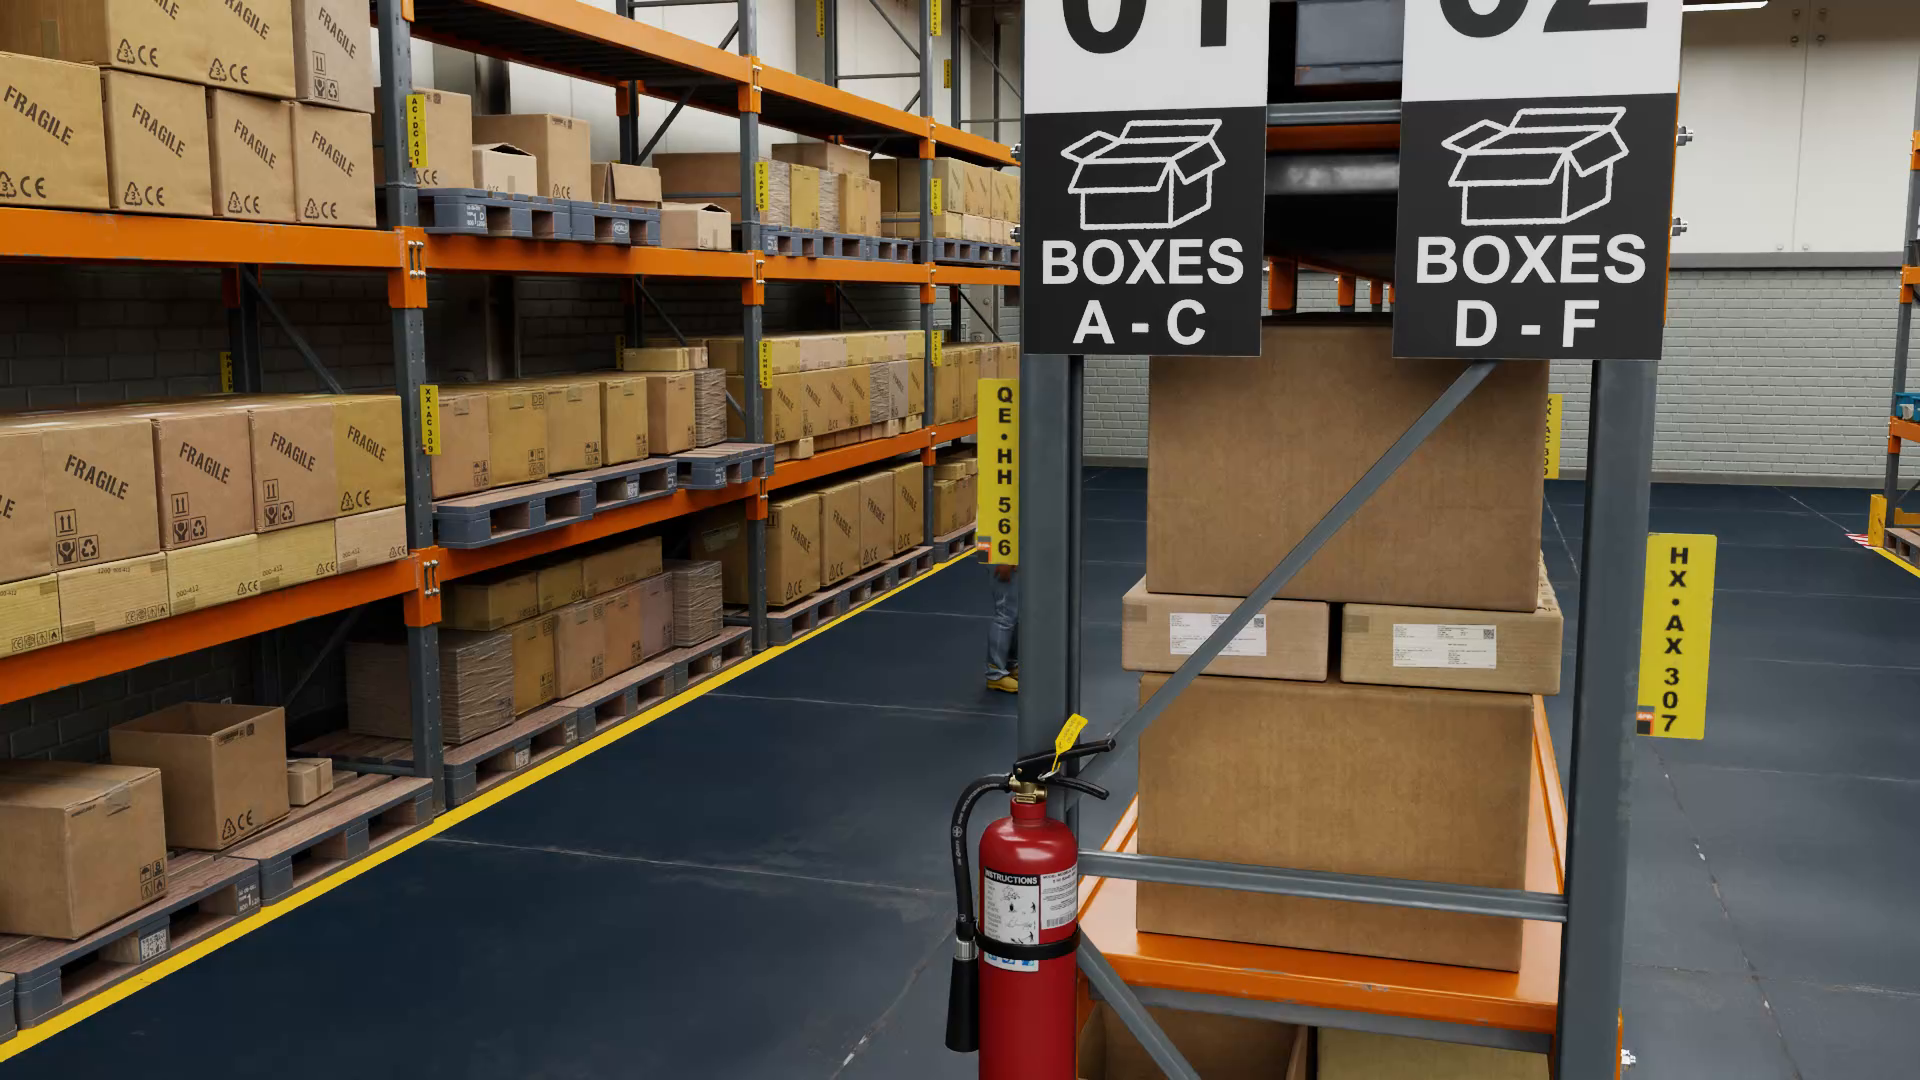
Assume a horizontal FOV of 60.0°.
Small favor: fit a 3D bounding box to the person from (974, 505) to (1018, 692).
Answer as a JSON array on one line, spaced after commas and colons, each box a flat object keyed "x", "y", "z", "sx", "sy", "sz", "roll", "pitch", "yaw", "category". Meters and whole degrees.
[{"x": 0.333, "y": 0.074, "z": 10.769, "sx": 0.458, "sy": 1.757, "sz": 0.628, "roll": 2, "pitch": 9, "yaw": 16, "category": "person"}]
